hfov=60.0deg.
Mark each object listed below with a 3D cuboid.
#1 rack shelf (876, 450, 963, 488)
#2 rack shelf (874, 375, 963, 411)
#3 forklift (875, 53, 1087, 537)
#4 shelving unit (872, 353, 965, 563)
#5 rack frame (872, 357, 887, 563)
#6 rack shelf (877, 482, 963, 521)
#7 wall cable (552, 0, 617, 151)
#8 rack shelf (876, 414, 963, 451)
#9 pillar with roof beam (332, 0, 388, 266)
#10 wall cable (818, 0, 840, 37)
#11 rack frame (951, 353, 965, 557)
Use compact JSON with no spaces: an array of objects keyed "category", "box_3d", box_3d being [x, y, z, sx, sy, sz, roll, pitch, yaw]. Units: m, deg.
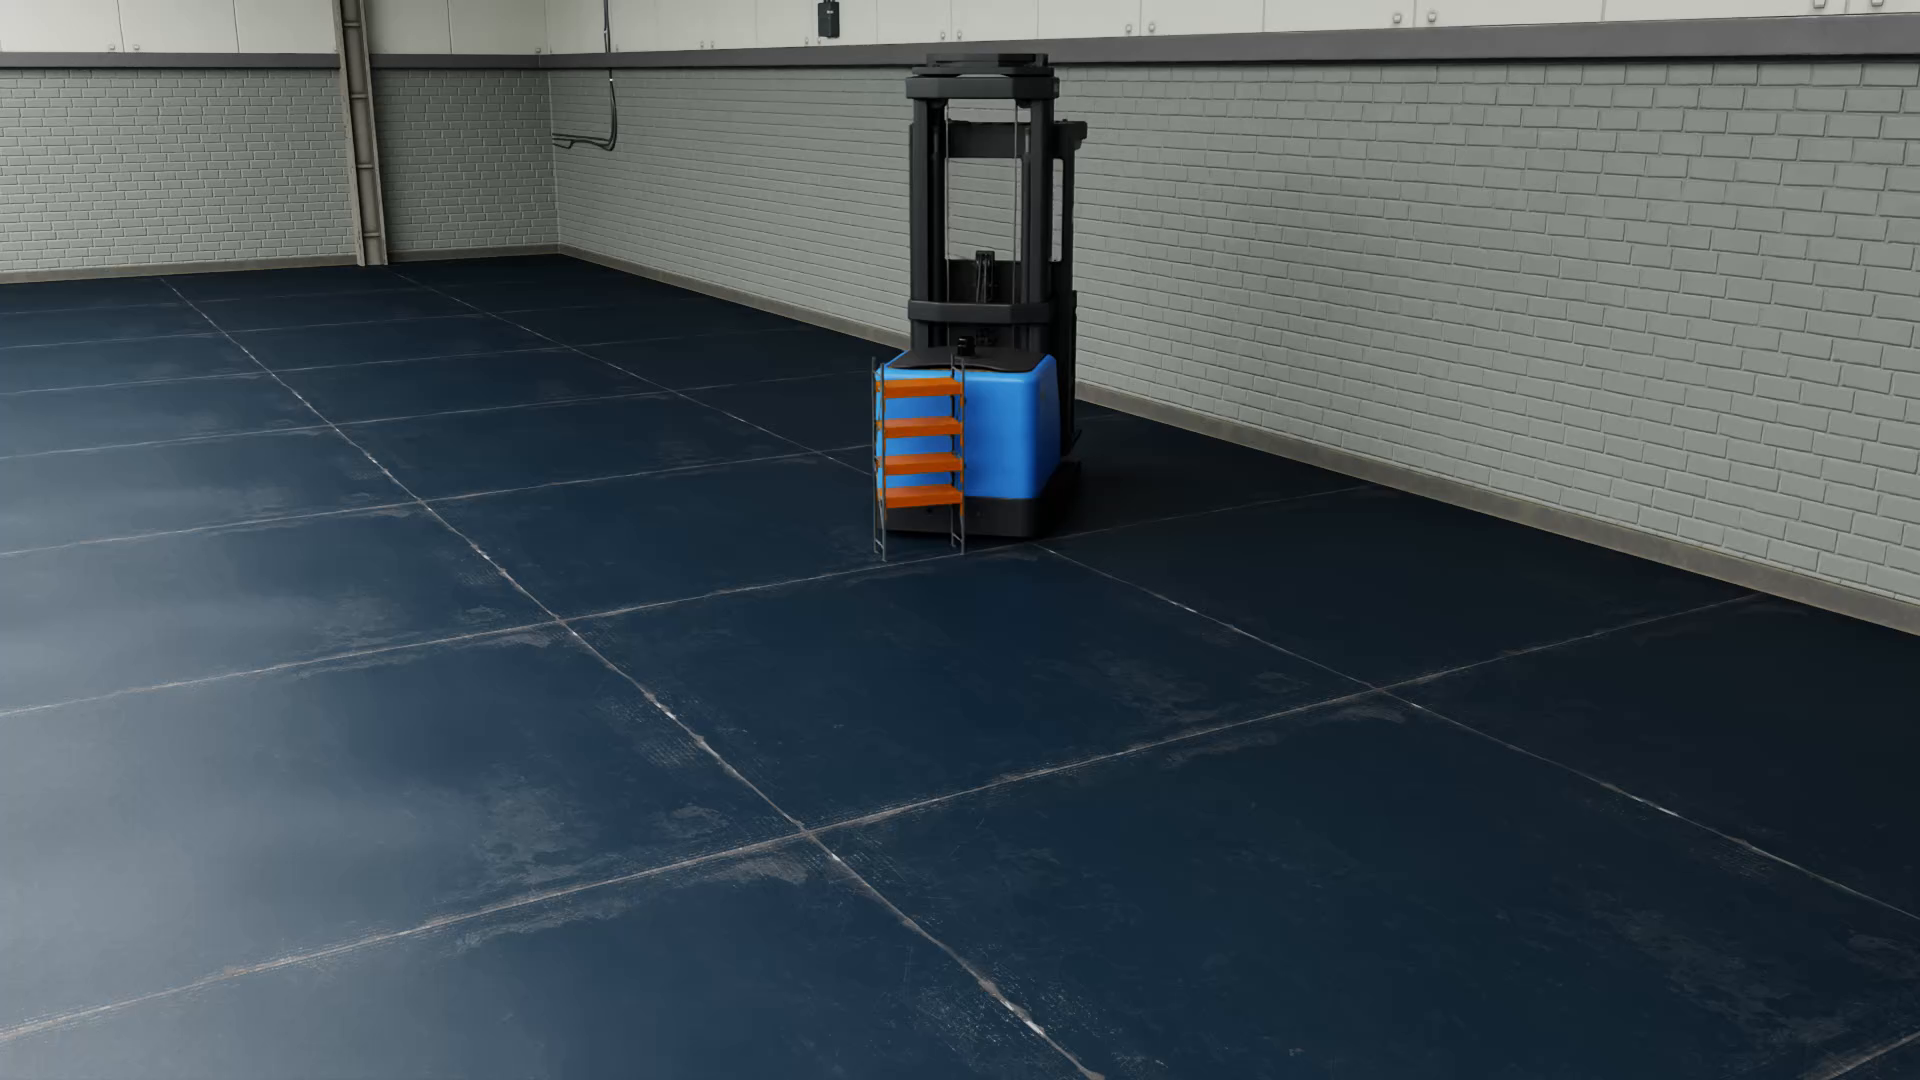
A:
[{"category":"rack shelf","box_3d":[-0.246,-0.426,9.956,0.480,0.148,0.258,-5,16,-16]},{"category":"rack shelf","box_3d":[-0.246,-0.869,9.831,0.480,0.148,0.258,-5,16,-16]},{"category":"forklift","box_3d":[0.255,-1.782,11.337,1.130,2.935,3.031,3,16,11]},{"category":"shelving unit","box_3d":[-0.246,-0.491,9.937,0.503,1.200,0.258,-5,16,-16]},{"category":"rack frame","box_3d":[-0.480,-0.472,9.870,0.015,1.200,0.240,-5,16,-16]},{"category":"rack shelf","box_3d":[-0.246,-0.235,10.009,0.480,0.148,0.258,-5,16,-16]},{"category":"wall cable","box_3d":[-5.793,-7.166,25.053,0.112,2.526,3.097,-9,18,-30]},{"category":"rack shelf","box_3d":[-0.246,-0.641,9.895,0.480,0.148,0.258,-5,16,-16]},{"category":"pillar with roof beam","box_3d":[-6.782,-7.561,20.711,0.400,9.000,9.100,-9,18,-30]},{"category":"wall cable","box_3d":[-0.917,-8.100,16.332,0.169,6.003,2.305,-9,18,-30]},{"category":"rack frame","box_3d":[-0.012,-0.510,10.004,0.015,1.200,0.240,-5,16,-16]}]
